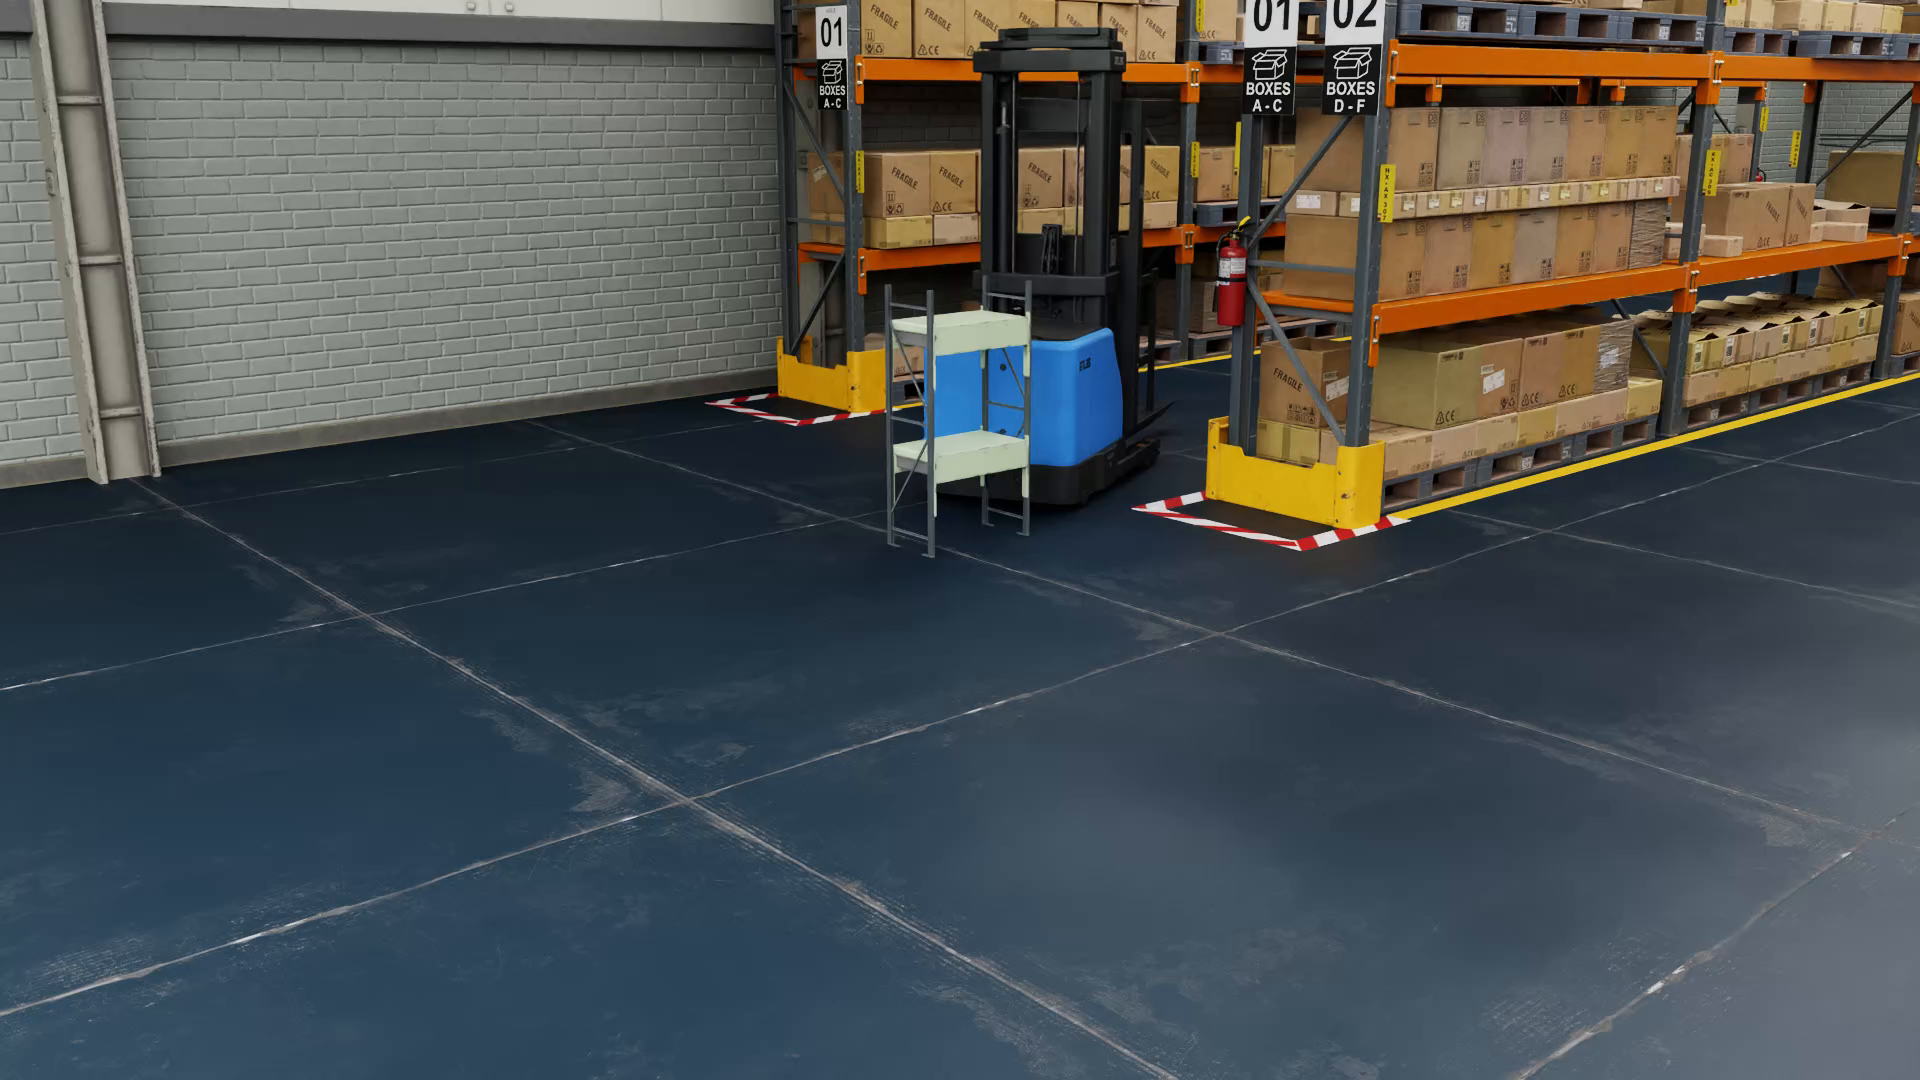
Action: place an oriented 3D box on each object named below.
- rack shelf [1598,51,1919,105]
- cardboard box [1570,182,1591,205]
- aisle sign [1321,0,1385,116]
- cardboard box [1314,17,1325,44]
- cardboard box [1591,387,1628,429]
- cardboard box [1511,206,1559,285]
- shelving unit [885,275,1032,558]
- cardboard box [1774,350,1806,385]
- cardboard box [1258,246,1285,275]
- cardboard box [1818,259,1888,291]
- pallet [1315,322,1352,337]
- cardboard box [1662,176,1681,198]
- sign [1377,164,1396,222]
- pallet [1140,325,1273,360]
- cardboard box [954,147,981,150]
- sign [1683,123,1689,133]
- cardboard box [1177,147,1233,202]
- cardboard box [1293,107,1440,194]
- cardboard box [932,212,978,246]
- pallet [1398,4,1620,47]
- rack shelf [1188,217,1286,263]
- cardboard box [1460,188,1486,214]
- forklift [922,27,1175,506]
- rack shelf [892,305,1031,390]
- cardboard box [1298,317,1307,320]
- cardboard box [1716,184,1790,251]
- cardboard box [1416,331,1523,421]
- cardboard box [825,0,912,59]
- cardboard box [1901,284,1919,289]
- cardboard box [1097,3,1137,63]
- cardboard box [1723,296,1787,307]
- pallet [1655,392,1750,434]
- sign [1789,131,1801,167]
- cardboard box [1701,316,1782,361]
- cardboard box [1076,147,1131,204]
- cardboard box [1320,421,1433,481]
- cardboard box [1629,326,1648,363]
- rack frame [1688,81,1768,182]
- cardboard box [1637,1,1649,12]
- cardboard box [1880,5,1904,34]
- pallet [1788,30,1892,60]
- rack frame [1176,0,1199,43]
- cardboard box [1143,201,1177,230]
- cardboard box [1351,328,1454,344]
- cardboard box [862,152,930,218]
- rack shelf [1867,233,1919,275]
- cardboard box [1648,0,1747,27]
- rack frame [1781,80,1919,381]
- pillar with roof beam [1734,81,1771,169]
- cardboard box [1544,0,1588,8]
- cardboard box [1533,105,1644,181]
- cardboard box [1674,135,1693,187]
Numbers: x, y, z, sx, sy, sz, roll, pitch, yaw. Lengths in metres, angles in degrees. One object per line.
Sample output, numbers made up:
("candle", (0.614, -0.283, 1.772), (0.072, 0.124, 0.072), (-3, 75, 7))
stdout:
("rack shelf", (6.627, -3.770, 13.633), (4.000, 0.370, 1.077), (-13, 19, -39))
("cardboard box", (4.095, -2.389, 11.430), (0.250, 0.149, 0.380), (-12, 19, -38))
("aisle sign", (2.252, -2.837, 9.522), (0.004, 0.787, 0.394), (-13, 19, -39))
("cardboard box", (3.842, -5.278, 17.646), (0.637, 0.503, 0.797), (-9, 18, -32))
("cardboard box", (4.528, -1.000, 12.197), (0.500, 0.250, 0.500), (-13, 19, -39))
("cardboard box", (3.627, -2.040, 11.380), (0.500, 0.500, 0.700), (-12, 19, -38))
("shelving unit", (-0.005, -0.723, 9.552), (0.755, 1.500, 0.431), (-13, 19, -39))
("cardboard box", (6.745, -1.485, 14.011), (0.500, 0.250, 0.500), (-12, 19, -38))
("cardboard box", (3.128, -2.953, 17.530), (0.500, 0.250, 0.500), (-13, 20, -41))
("cardboard box", (8.727, -2.589, 16.168), (0.500, 0.250, 0.500), (-12, 19, -37))
("pallet", (4.290, -2.492, 18.669), (1.213, 0.211, 1.003), (-13, 19, -39))
("cardboard box", (5.053, -2.604, 12.234), (0.250, 0.149, 0.380), (-13, 20, -39))
("sign", (2.460, -2.000, 9.592), (0.005, 0.325, 0.100), (-13, 19, -39))
("pallet", (2.450, -2.078, 17.122), (1.213, 0.211, 1.003), (-13, 19, -39))
("cardboard box", (0.215, -3.294, 15.067), (0.500, 0.500, 0.500), (-12, 19, -39))
("sign", (10.556, -5.892, 24.164), (0.005, 0.325, 0.100), (-13, 19, -39))
("cardboard box", (2.270, -3.634, 16.495), (0.500, 0.500, 0.700), (-13, 19, -39))
("cardboard box", (2.501, -2.413, 10.262), (0.500, 0.500, 0.700), (-13, 19, -39))
("cardboard box", (-0.195, -2.665, 14.165), (0.500, 0.250, 0.500), (-13, 20, -41))
("pallet", (3.572, -3.381, 10.954), (1.213, 0.211, 1.003), (-13, 19, -39))
("rack shelf", (3.372, -3.285, 17.628), (4.000, 0.370, 1.077), (-13, 19, -39))
("cardboard box", (3.116, -2.168, 10.603), (0.250, 0.149, 0.380), (-13, 20, -40))
("forklift", (0.787, -1.967, 11.435), (1.130, 2.935, 3.031), (6, 16, 22))
("rack shelf", (-0.005, -1.100, 9.451), (0.720, 0.370, 0.431), (-13, 19, -39))
("cardboard box", (3.551, -2.689, 17.998), (0.500, 0.500, 0.700), (-13, 20, -40))
("cardboard box", (6.483, -2.679, 13.773), (0.500, 0.500, 0.500), (-13, 19, -39))
("cardboard box", (3.396, -1.109, 11.149), (0.500, 0.500, 0.500), (-13, 19, -39))
("cardboard box", (-0.738, -4.131, 13.358), (0.500, 0.500, 0.500), (-12, 19, -38))
("cardboard box", (9.439, -2.207, 16.193), (0.500, 0.500, 0.500), (-13, 20, -40))
("cardboard box", (1.255, -4.584, 15.053), (0.500, 0.500, 0.500), (14, 20, 42))
("cardboard box", (7.157, -2.031, 14.967), (0.500, 0.311, 0.500), (-13, 20, -41))
("pallet", (5.648, -1.115, 13.515), (1.213, 0.211, 1.003), (-13, 19, -39))
("sign", (7.772, -3.632, 15.446), (0.005, 0.325, 0.100), (-13, 19, -39))
("cardboard box", (6.364, -1.668, 13.611), (0.500, 0.311, 0.500), (-14, 20, -41))
("cardboard box", (1.337, -3.367, 15.341), (0.500, 0.500, 0.500), (-13, 20, -40))
("cardboard box", (2.651, -0.574, 10.601), (0.500, 0.250, 0.500), (-13, 19, -39))
("cardboard box", (5.235, -1.599, 13.353), (0.500, 0.311, 0.500), (-13, 19, -39))
("rack frame", (10.916, -5.326, 23.878), (0.127, 3.000, 1.000), (-13, 19, -39))
("cardboard box", (8.620, -6.705, 21.057), (0.500, 0.500, 0.500), (-13, 20, -40))
("cardboard box", (7.830, -4.499, 14.445), (0.500, 0.250, 0.500), (14, 21, 43))
("pallet", (6.841, -4.043, 13.626), (1.213, 0.211, 1.003), (-12, 19, -37))
("rack frame", (1.863, -6.192, 15.493), (0.127, 3.000, 1.000), (-13, 19, -39))
("cardboard box", (1.705, -3.091, 15.763), (0.500, 0.250, 0.500), (-13, 19, -39))
("cardboard box", (3.054, -1.210, 11.528), (0.500, 0.500, 0.500), (-13, 19, -39))
("cardboard box", (-0.597, -2.938, 13.734), (0.500, 0.500, 0.500), (-13, 19, -39))
("rack shelf", (9.644, -2.999, 16.557), (4.000, 0.370, 1.077), (-13, 19, -39))
("cardboard box", (5.589, -4.012, 12.621), (0.500, 0.250, 0.500), (-10, 18, -34))
("rack frame", (8.135, -3.007, 15.196), (0.127, 3.000, 1.000), (-13, 19, -39))
("pillar with roof beam", (15.211, -8.012, 22.309), (0.400, 9.000, 9.100), (-13, 19, -39))
("cardboard box", (3.793, -3.845, 11.234), (0.637, 0.503, 0.797), (-10, 18, -33))
("cardboard box", (4.407, -2.843, 11.871), (0.500, 0.500, 0.700), (-13, 20, -39))
("cardboard box", (9.415, -5.130, 22.562), (0.700, 0.700, 0.980), (-14, 20, -42))
